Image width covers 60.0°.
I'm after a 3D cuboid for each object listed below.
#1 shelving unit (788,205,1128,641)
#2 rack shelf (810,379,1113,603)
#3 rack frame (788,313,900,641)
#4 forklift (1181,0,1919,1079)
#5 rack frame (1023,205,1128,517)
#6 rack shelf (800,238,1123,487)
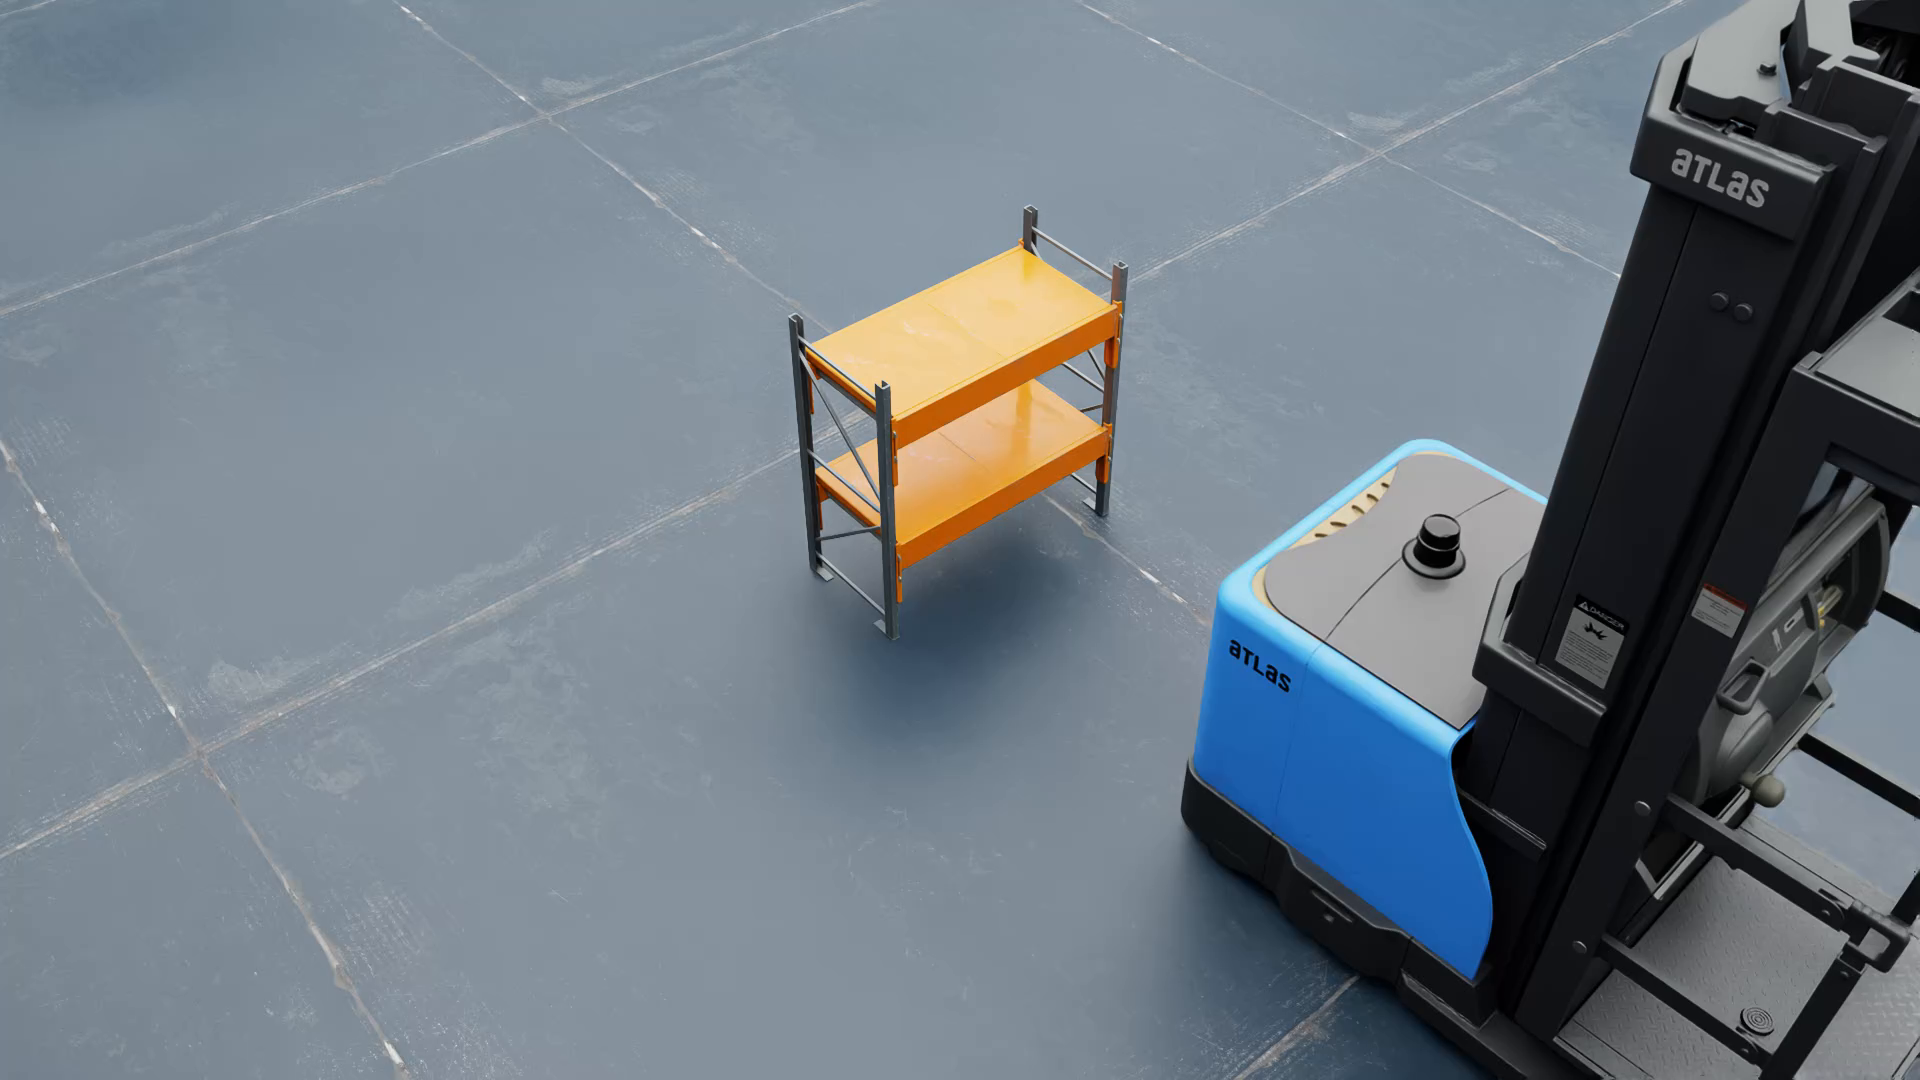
[{"bbox_3d":[0.005,-0.413,5.868,1.048,1.125,0.538,-30,51,-28],"label":"shelving unit"},{"bbox_3d":[0.005,-0.235,6.035,1.000,0.278,0.538,-30,51,-28],"label":"rack shelf"},{"bbox_3d":[-0.385,-0.190,5.630,0.032,1.125,0.500,-30,51,-28],"label":"rack frame"},{"bbox_3d":[2.075,0.340,3.747,1.130,2.935,3.031,-33,52,-30],"label":"forklift"},{"bbox_3d":[0.395,-0.636,6.106,0.032,1.125,0.500,-30,51,-28],"label":"rack frame"},{"bbox_3d":[0.005,-0.626,5.668,1.000,0.278,0.538,-30,51,-28],"label":"rack shelf"}]
